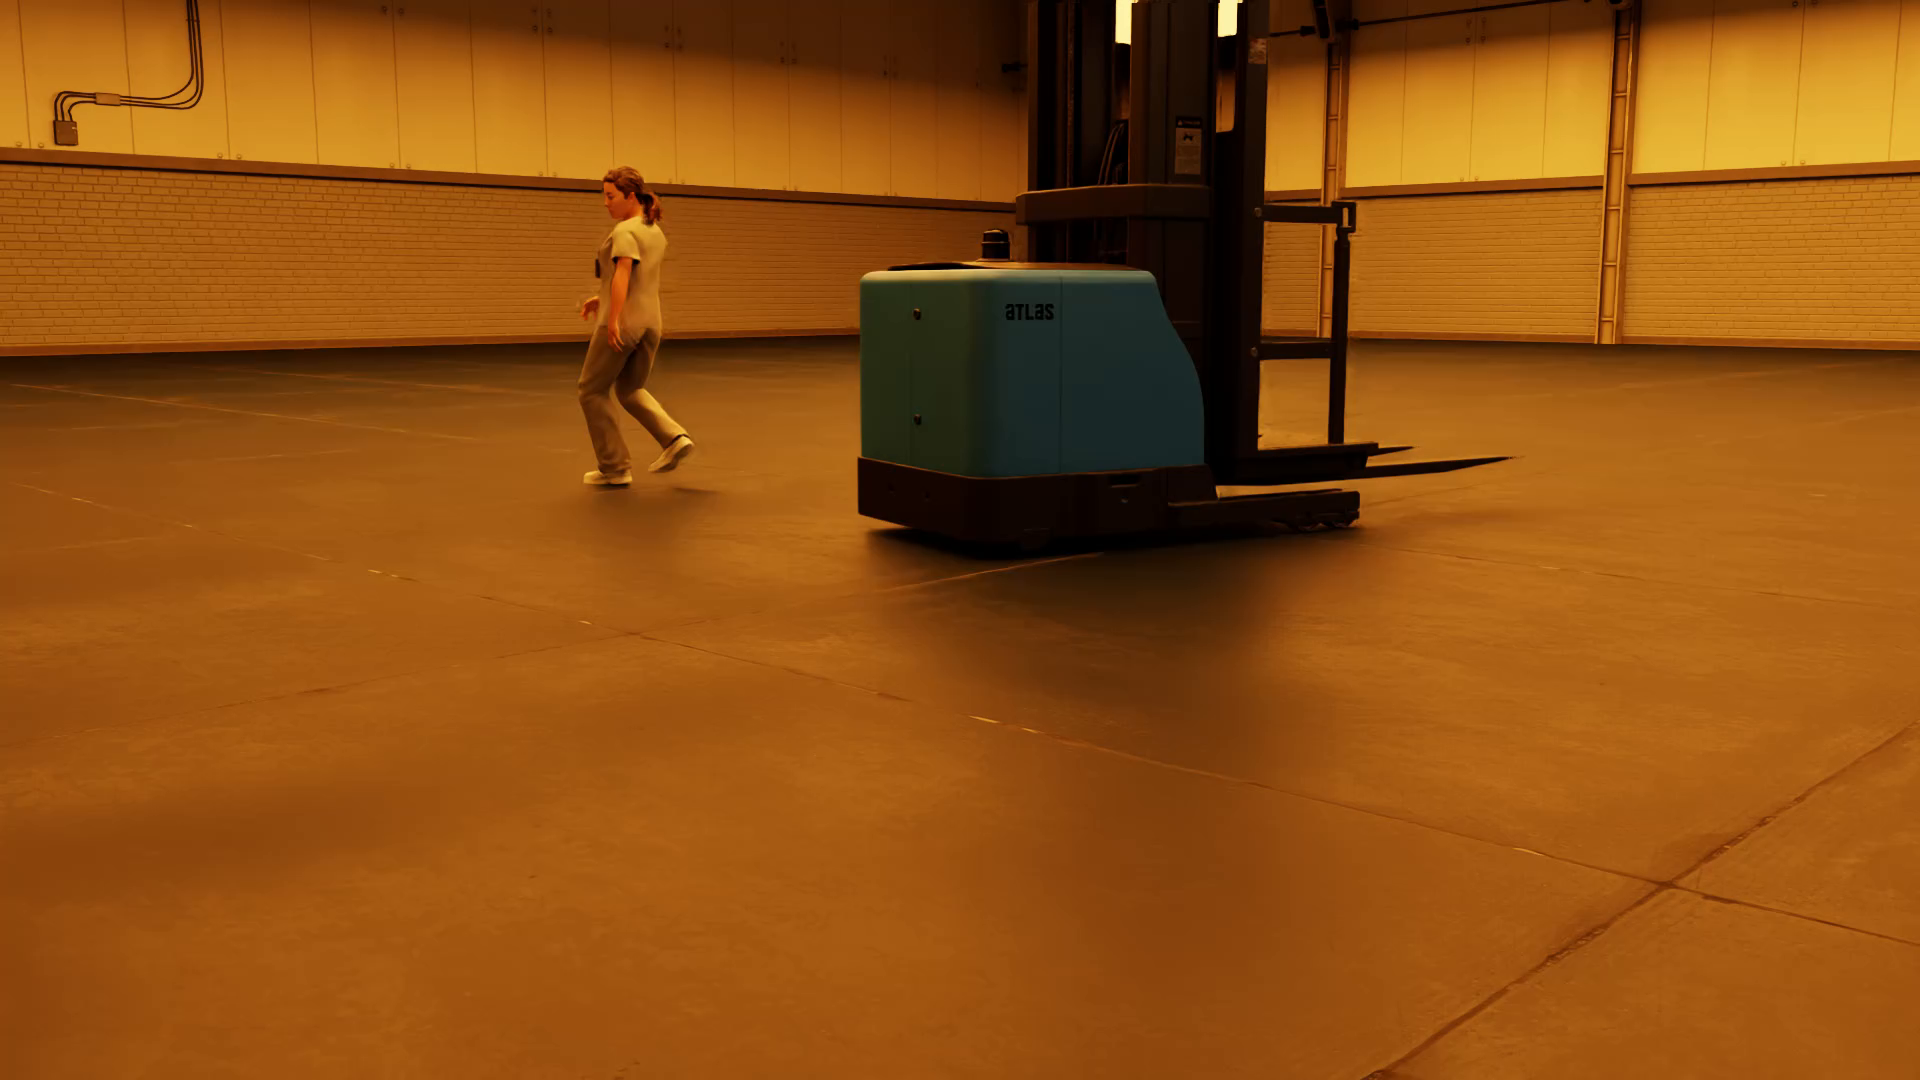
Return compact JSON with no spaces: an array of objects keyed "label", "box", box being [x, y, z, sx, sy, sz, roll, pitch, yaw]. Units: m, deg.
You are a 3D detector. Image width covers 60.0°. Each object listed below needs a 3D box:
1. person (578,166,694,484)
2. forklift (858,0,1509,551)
[{"label":"person","box":[-1.719,-1.078,8.474,0.610,1.621,0.586,5,10,32]},{"label":"forklift","box":[1.103,-1.544,7.126,3.031,2.935,1.130,-5,10,-30]}]
